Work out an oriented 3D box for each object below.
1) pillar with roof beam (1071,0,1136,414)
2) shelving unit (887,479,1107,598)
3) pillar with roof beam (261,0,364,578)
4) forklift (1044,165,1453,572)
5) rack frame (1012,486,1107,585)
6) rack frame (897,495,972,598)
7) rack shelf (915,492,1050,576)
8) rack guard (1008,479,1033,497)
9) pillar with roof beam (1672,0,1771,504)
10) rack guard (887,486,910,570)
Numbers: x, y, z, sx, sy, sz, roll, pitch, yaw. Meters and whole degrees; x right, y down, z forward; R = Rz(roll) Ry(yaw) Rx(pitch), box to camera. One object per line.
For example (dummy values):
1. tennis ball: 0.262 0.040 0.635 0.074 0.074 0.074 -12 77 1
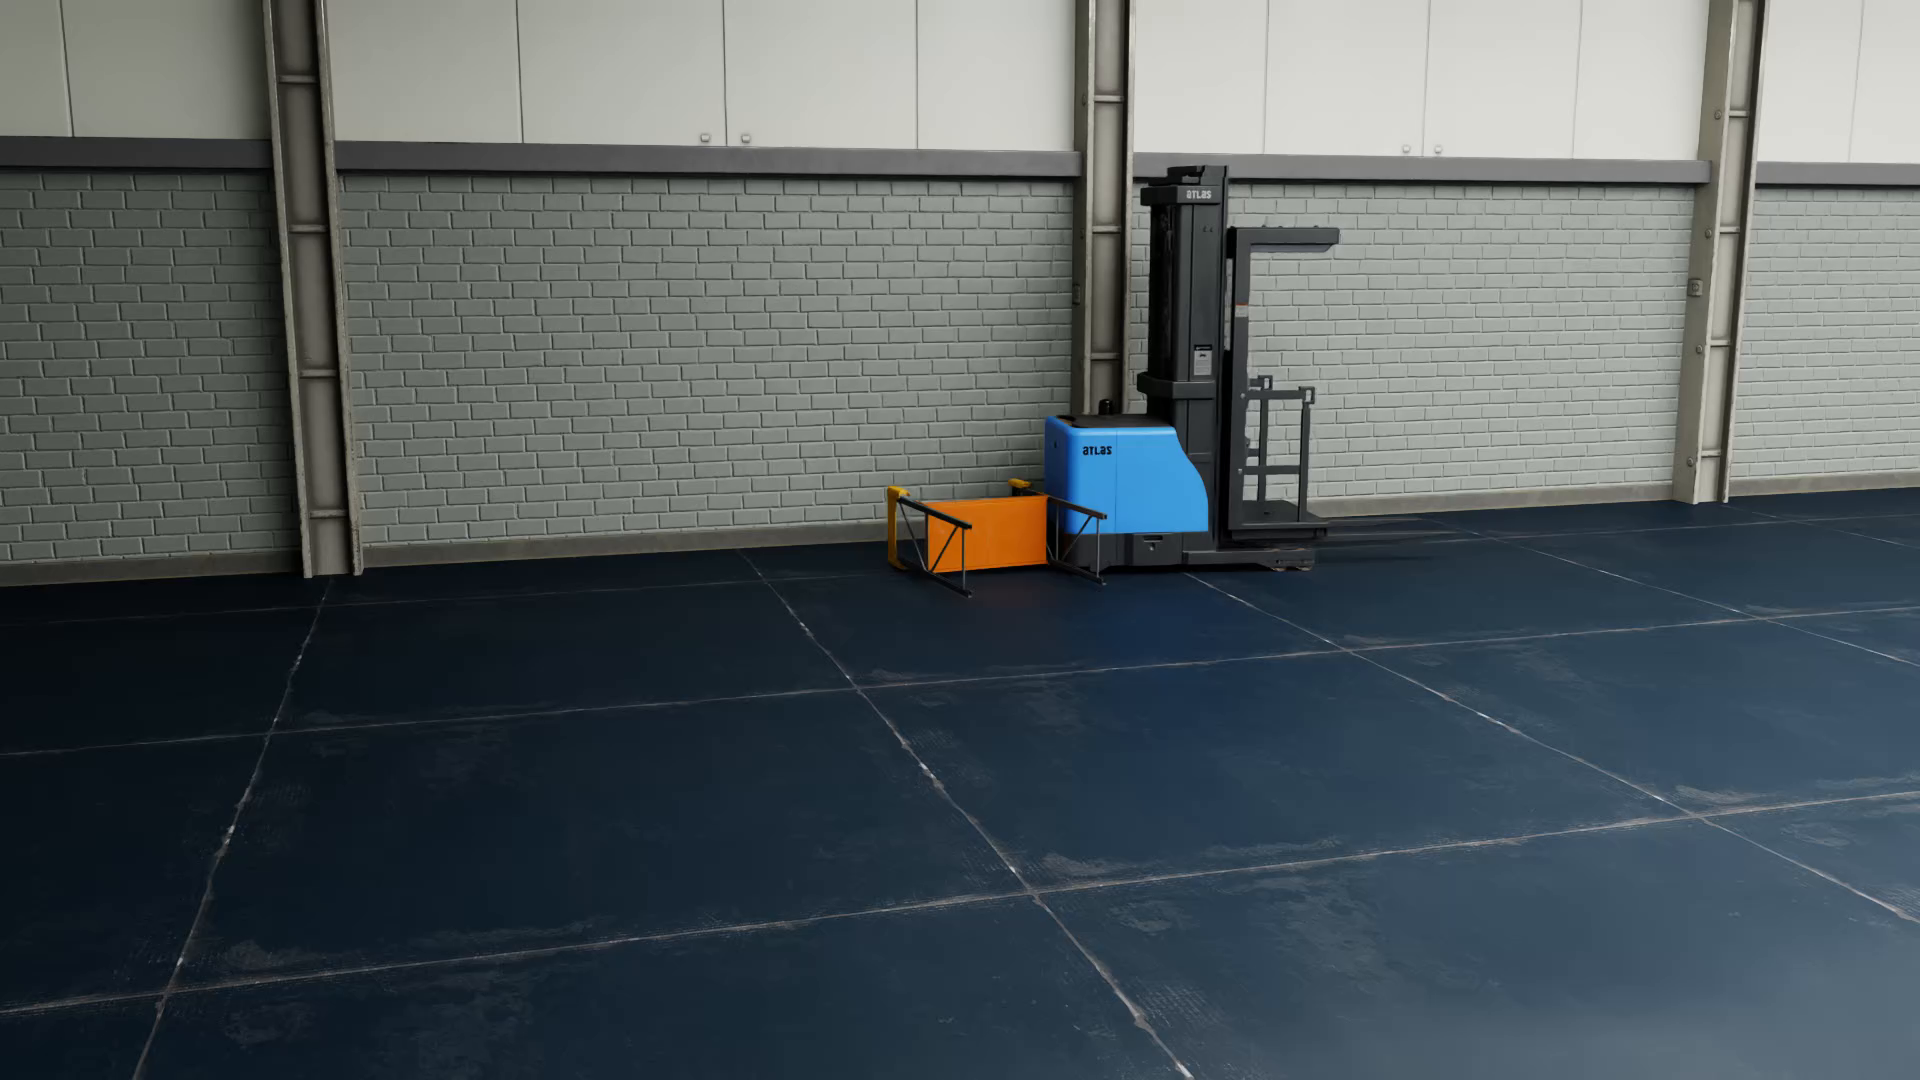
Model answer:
1. pillar with roof beam: 2.353 -3.742 9.017 0.400 9.000 9.100 -3 11 -16
2. shelving unit: 0.247 -0.023 11.977 1.083 0.587 1.500 -4 11 -23
3. pillar with roof beam: -3.408 -3.438 7.368 0.400 9.000 9.100 -3 11 -16
4. forklift: 2.199 -1.303 12.527 3.031 2.935 1.130 -1 11 -7
5. rack frame: 0.707 -0.058 12.169 0.032 0.500 1.500 -4 11 -23
6. rack frame: -0.229 0.014 11.777 0.032 0.500 1.500 -4 11 -23
7. rack shelf: 0.168 -0.052 12.136 1.000 0.538 0.185 -4 11 -23
8. rack guard: 0.460 -0.162 12.734 0.087 0.587 0.250 -4 11 -23
9. pillar with roof beam: 8.114 -4.045 10.667 0.400 9.000 9.100 -3 11 -16
10. rack guard: -0.456 -0.091 12.350 0.087 0.587 0.250 -4 11 -23
